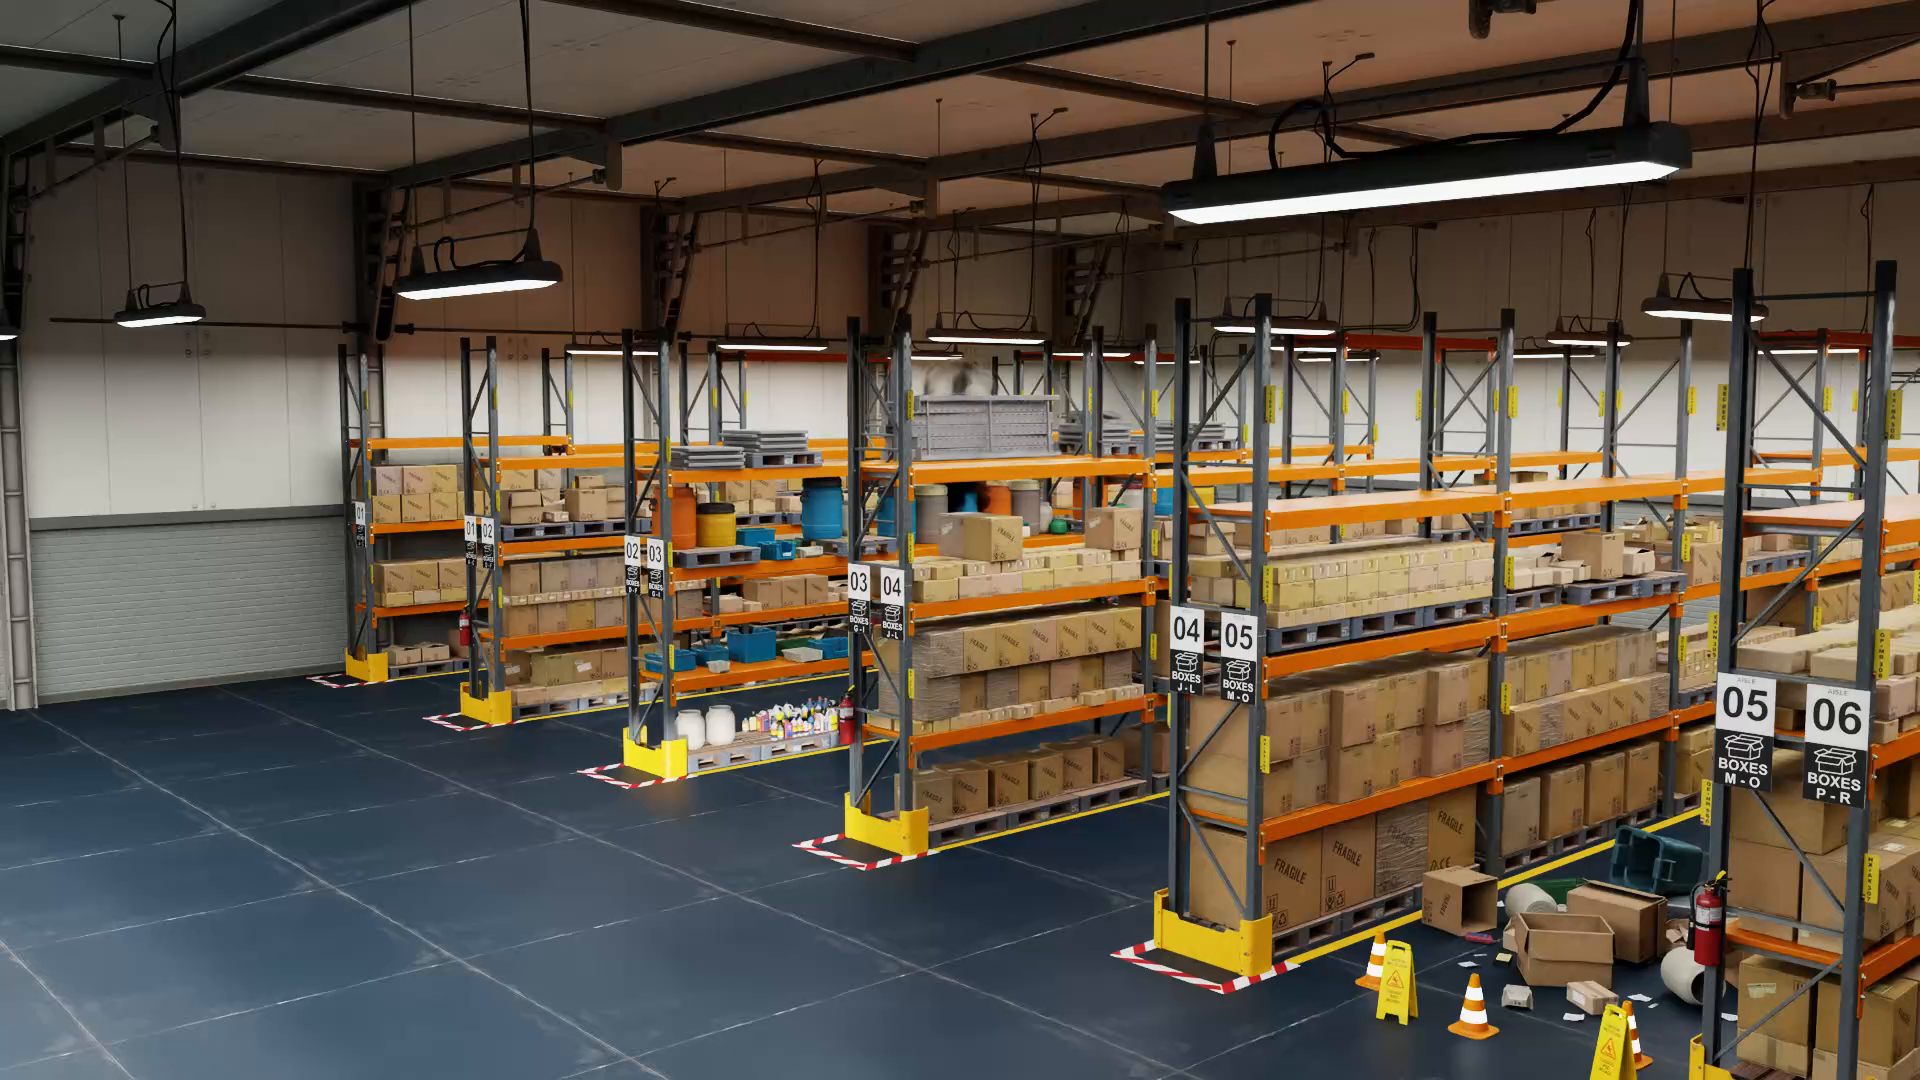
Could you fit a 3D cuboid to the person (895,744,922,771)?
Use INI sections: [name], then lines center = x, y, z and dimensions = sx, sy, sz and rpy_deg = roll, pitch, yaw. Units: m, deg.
[person]
center = -0.734, 2.460, 21.889
dimensions = 0.591, 1.503, 0.819
rpy_deg = 2, 5, 21
